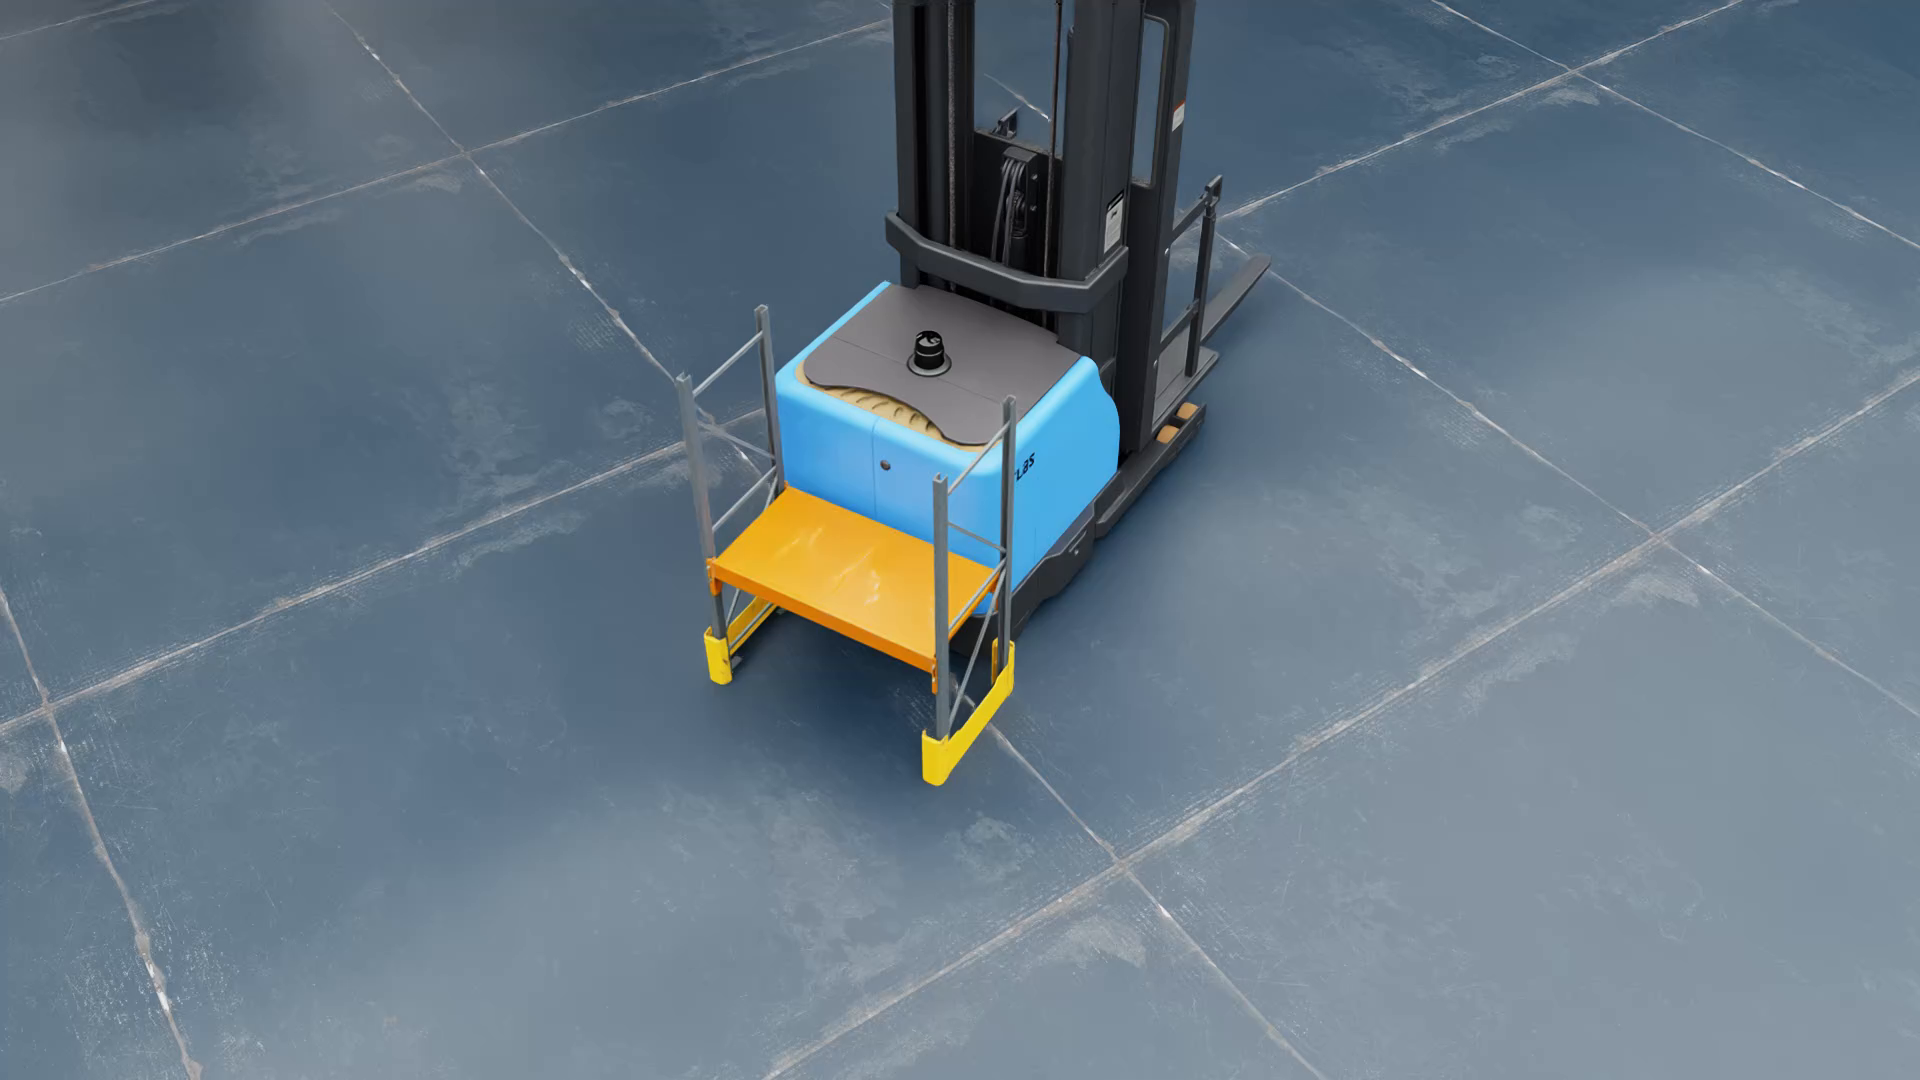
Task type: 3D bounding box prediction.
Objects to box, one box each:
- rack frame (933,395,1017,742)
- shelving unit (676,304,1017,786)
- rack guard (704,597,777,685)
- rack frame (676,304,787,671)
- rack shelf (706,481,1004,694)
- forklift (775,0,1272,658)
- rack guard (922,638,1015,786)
[{"bbox_3d":[0.052,0.208,5.937,0.032,1.500,0.500,22,48,21],"label":"rack frame"},{"bbox_3d":[-0.394,0.027,6.126,1.083,1.500,0.587,22,48,21],"label":"shelving unit"},{"bbox_3d":[-0.823,0.305,6.740,0.087,0.250,0.587,22,48,21],"label":"rack guard"},{"bbox_3d":[-0.824,-0.147,6.309,0.032,1.500,0.500,22,48,21],"label":"rack frame"},{"bbox_3d":[-0.386,0.160,6.247,1.000,0.185,0.538,22,48,21],"label":"rack shelf"},{"bbox_3d":[0.484,-1.582,6.775,1.130,2.935,3.031,24,49,23],"label":"forklift"},{"bbox_3d":[0.036,0.653,6.376,0.087,0.250,0.587,22,48,21],"label":"rack guard"}]
